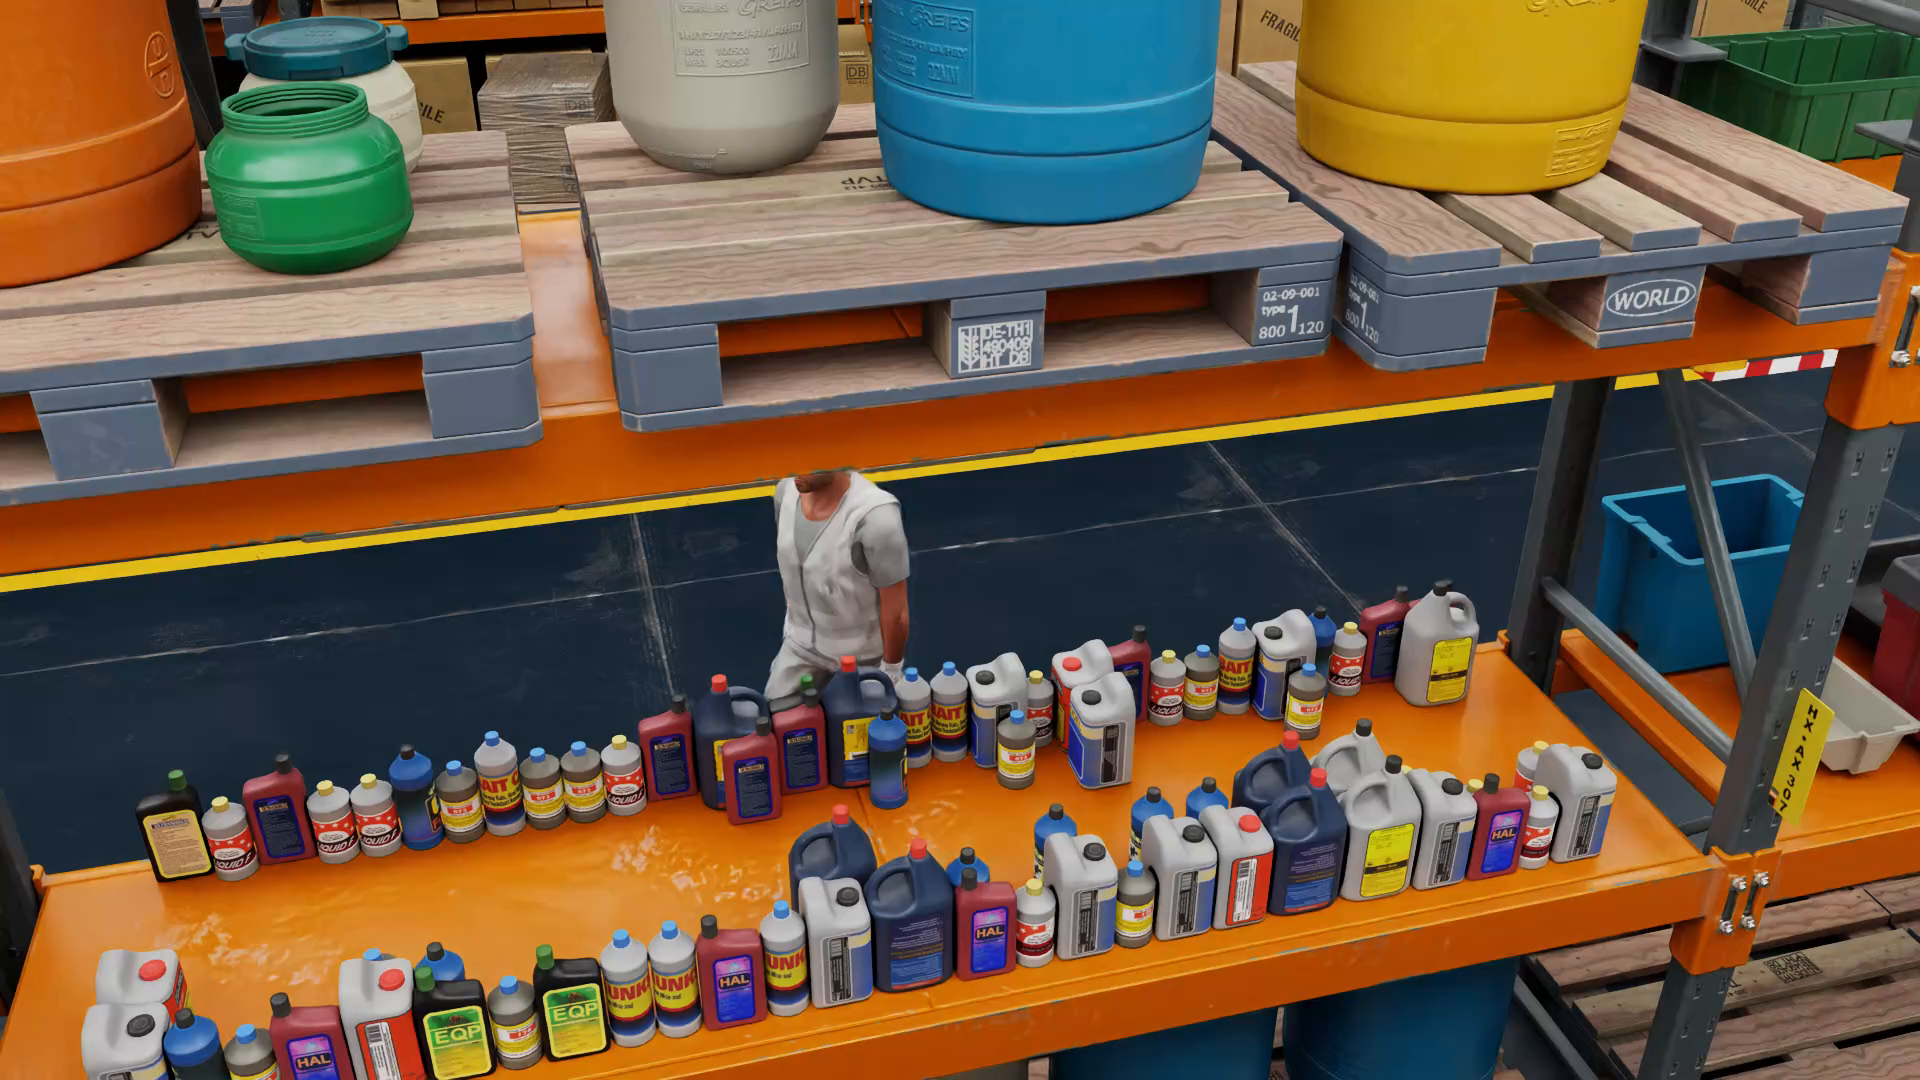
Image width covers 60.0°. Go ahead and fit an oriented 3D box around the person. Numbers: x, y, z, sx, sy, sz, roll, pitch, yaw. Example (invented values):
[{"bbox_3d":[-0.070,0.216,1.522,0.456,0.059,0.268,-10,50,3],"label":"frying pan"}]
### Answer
[{"bbox_3d":[-0.374,0.328,5.509,0.580,1.779,0.479,20,35,30],"label":"person"}]
